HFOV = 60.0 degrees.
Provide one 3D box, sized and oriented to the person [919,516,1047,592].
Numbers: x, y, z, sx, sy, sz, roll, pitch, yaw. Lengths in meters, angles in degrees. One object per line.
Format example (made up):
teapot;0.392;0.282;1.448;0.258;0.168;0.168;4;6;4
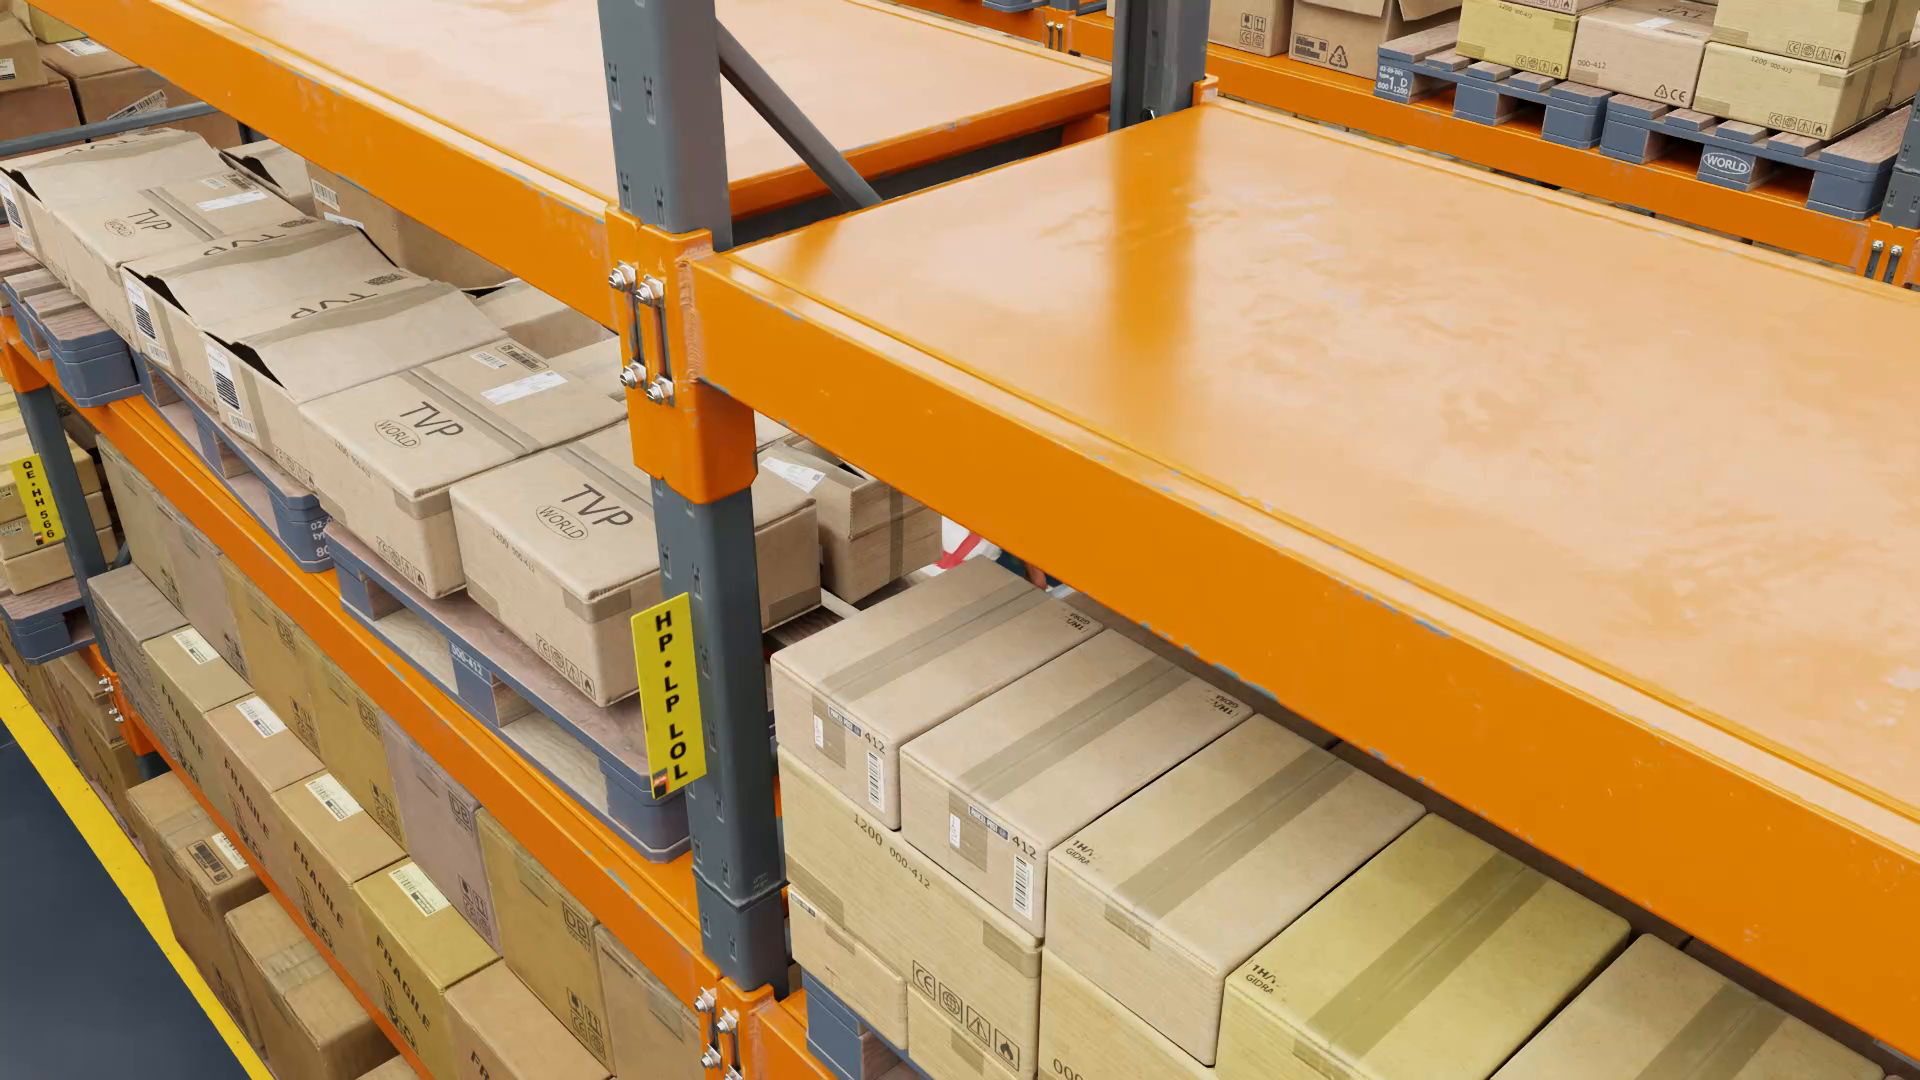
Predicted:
person;0.058;0.152;8.035;0.866;1.090;0.571;-26;40;-35
